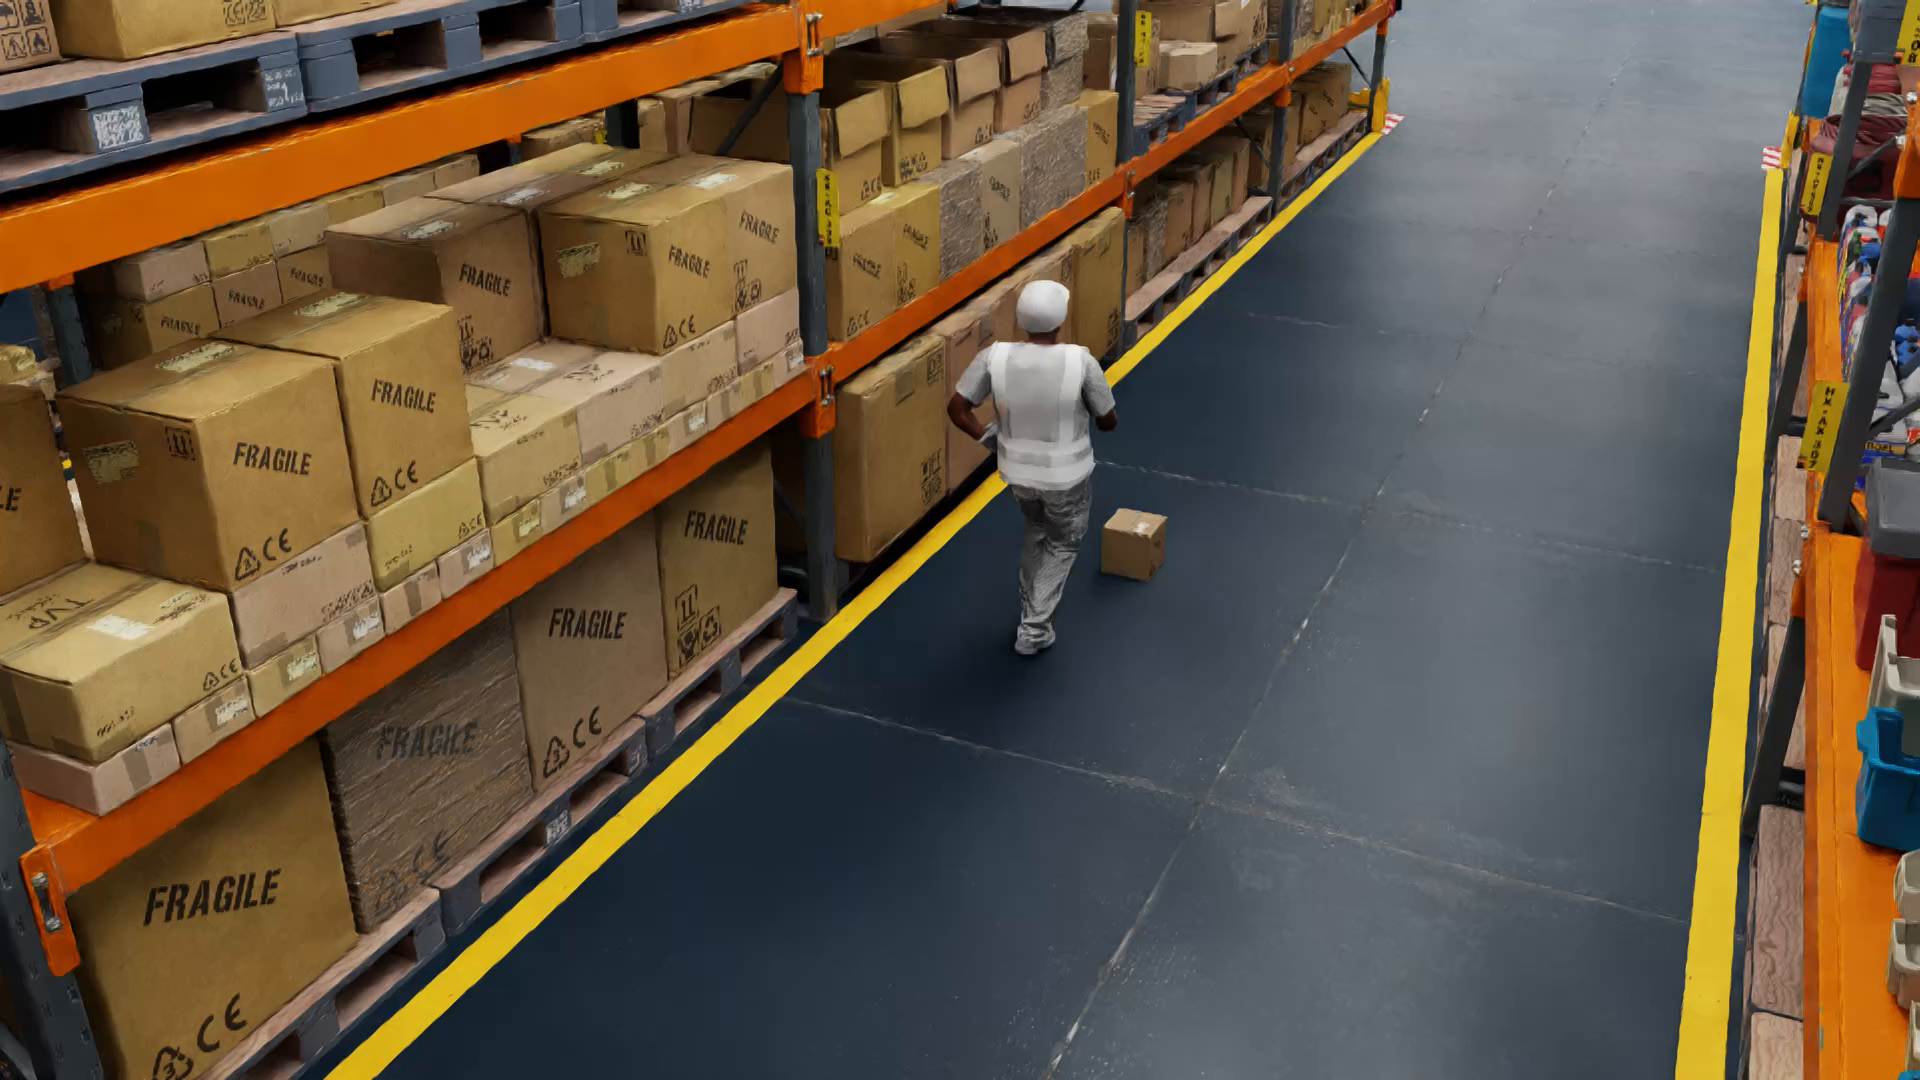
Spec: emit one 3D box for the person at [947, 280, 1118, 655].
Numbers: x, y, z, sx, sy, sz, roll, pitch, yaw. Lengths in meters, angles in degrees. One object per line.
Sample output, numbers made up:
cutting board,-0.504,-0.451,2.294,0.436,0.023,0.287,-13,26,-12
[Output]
person,0.379,-0.302,7.289,0.656,1.788,0.685,13,29,25
